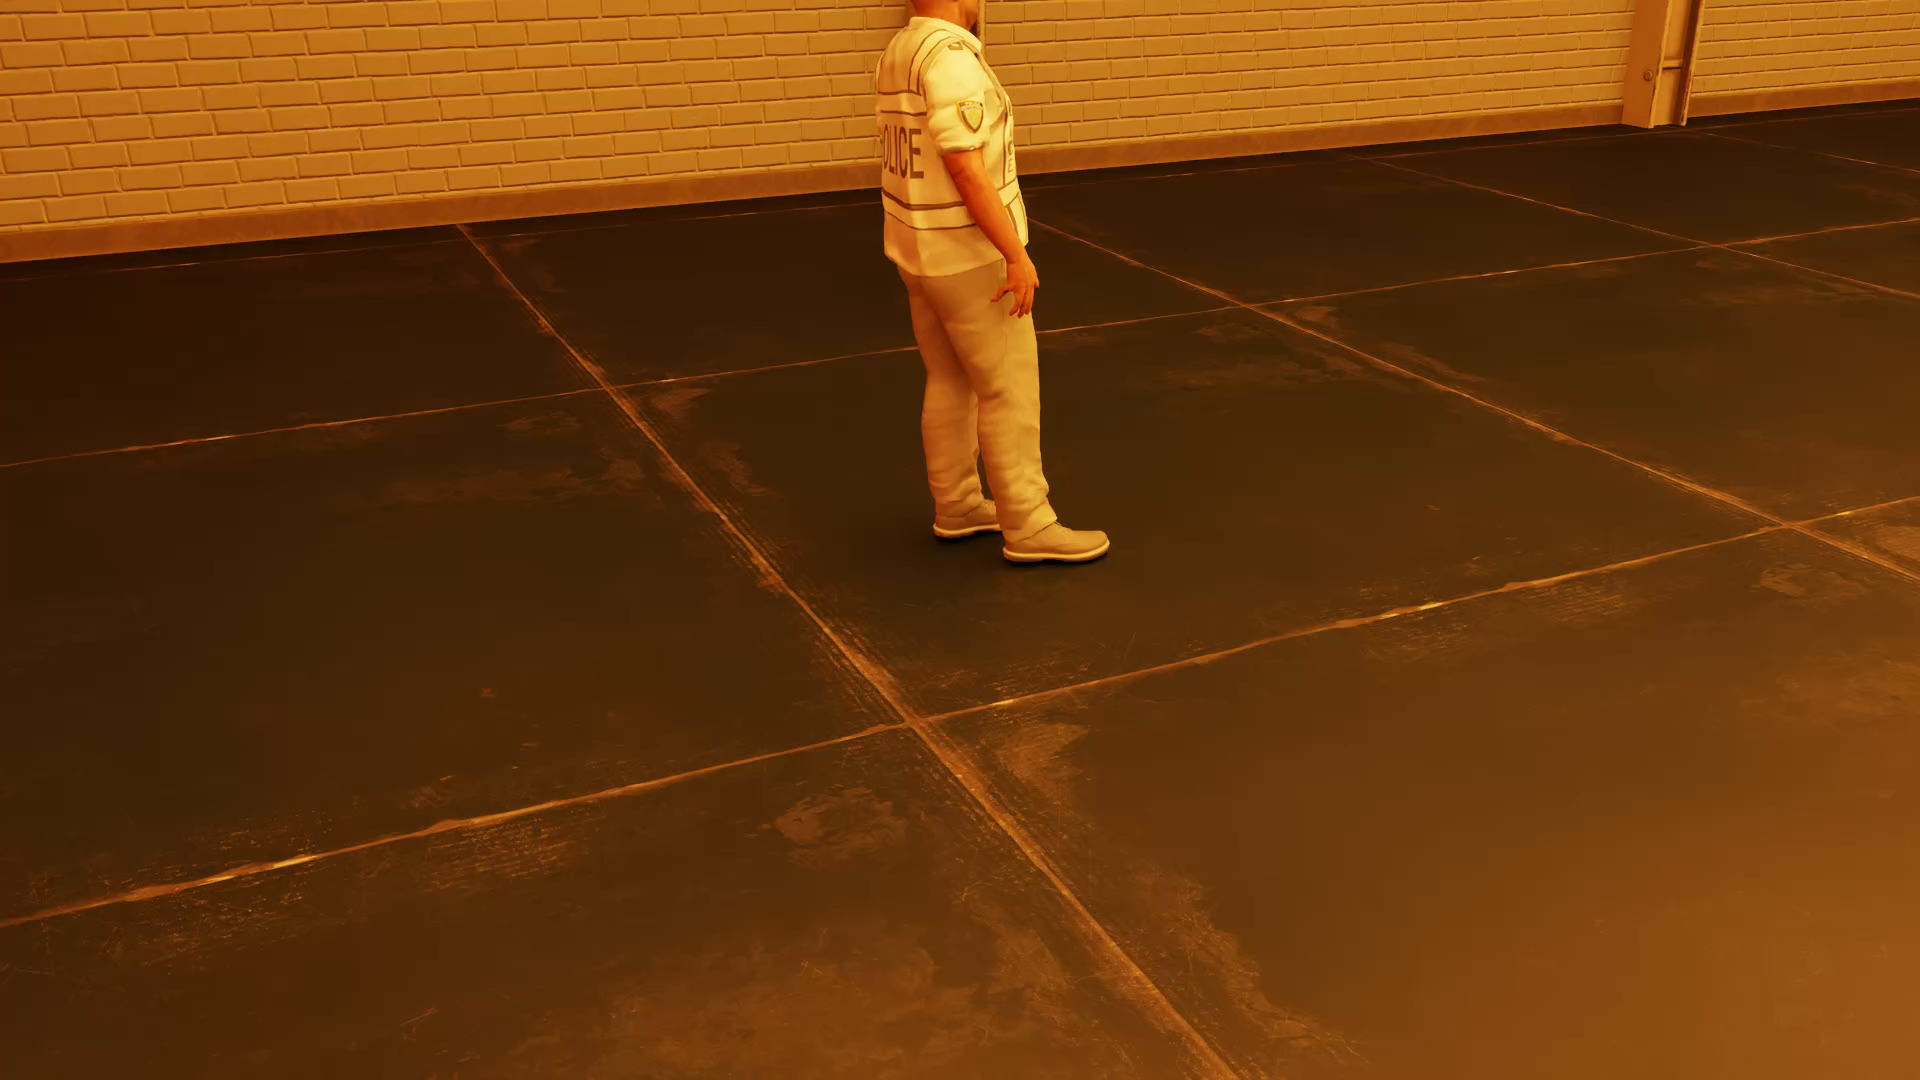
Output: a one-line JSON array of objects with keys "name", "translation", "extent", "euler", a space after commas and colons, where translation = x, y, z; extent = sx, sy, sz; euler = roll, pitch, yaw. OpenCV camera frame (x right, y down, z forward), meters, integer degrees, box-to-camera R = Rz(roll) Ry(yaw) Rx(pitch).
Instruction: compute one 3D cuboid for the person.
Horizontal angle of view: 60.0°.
[{"name": "person", "translation": [0.075, -0.834, 4.784], "extent": [0.575, 1.773, 0.640], "euler": [-10, 25, -23]}]
